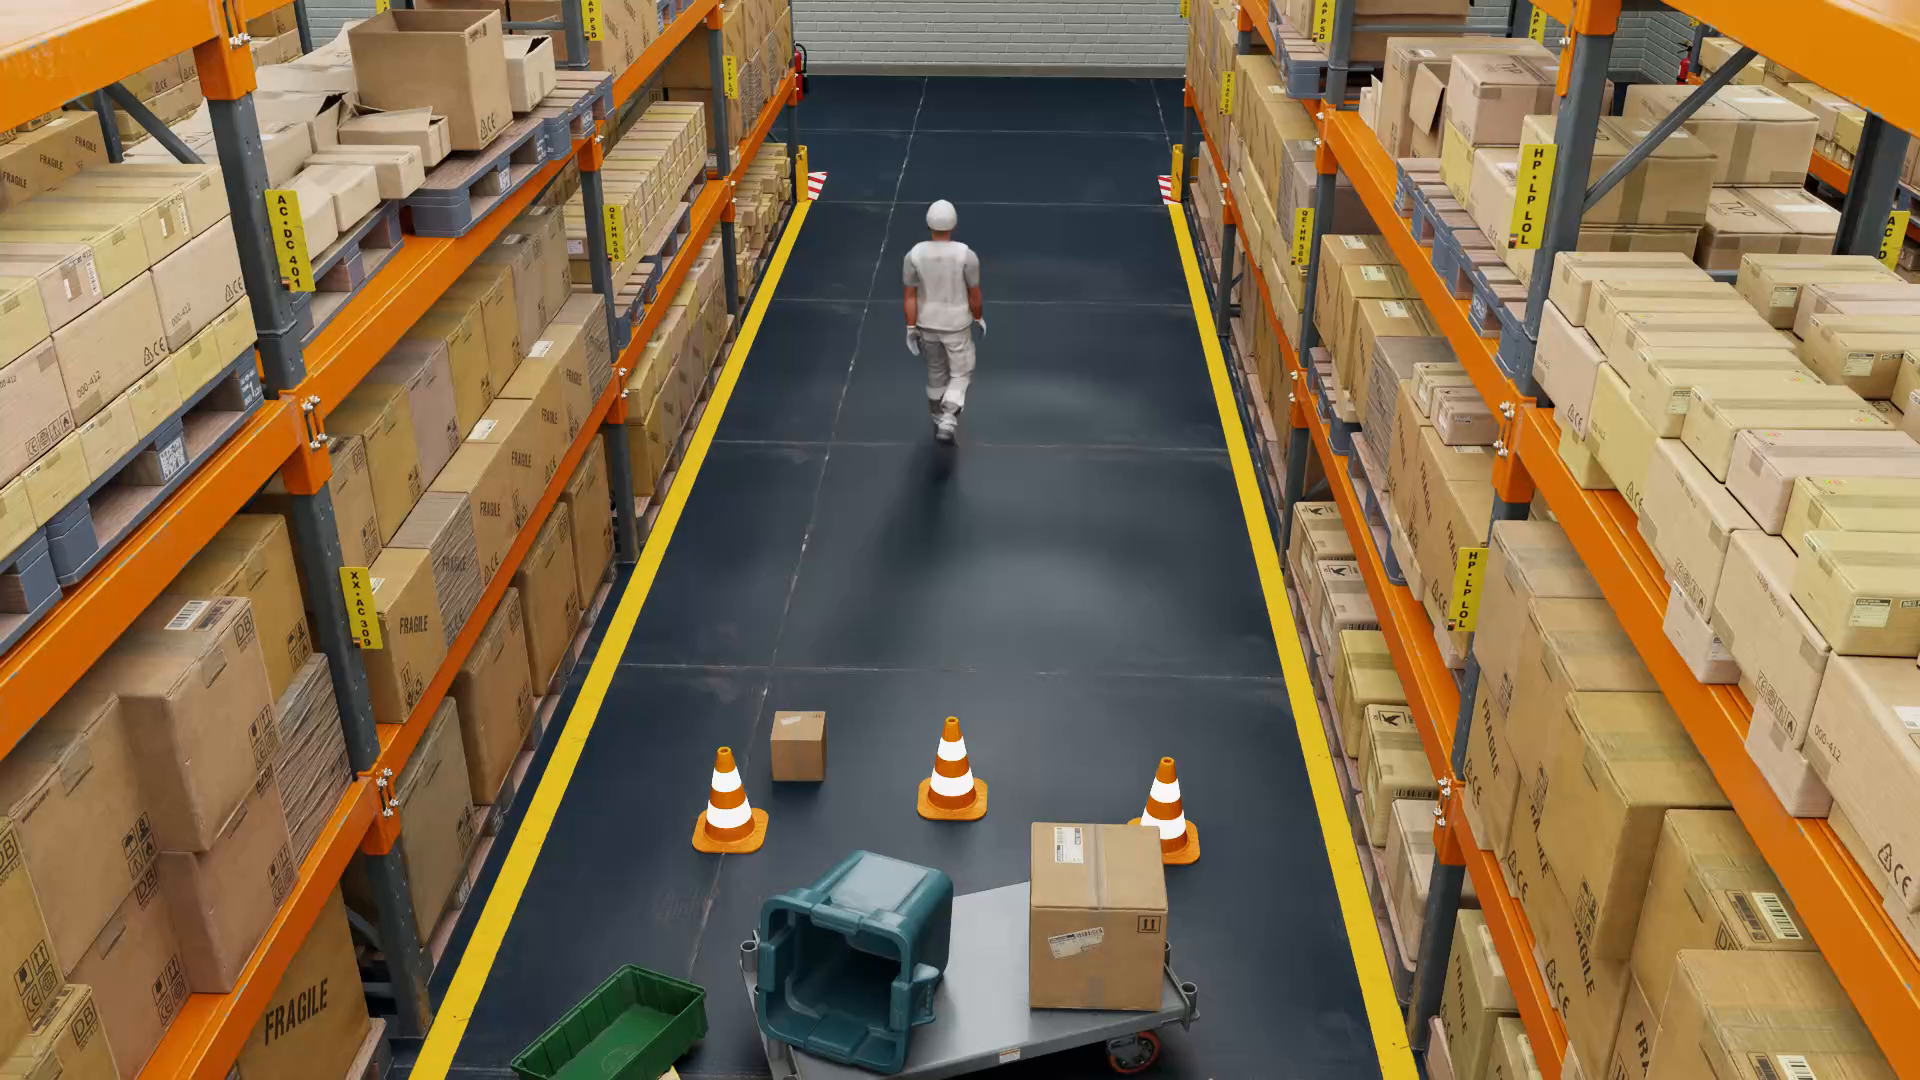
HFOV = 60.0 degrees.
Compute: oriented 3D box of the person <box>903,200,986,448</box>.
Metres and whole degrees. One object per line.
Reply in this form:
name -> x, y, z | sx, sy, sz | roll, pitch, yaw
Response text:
person -> -0.107, -1.472, 11.387 | 0.532, 1.758, 0.909 | 7, 28, 12
